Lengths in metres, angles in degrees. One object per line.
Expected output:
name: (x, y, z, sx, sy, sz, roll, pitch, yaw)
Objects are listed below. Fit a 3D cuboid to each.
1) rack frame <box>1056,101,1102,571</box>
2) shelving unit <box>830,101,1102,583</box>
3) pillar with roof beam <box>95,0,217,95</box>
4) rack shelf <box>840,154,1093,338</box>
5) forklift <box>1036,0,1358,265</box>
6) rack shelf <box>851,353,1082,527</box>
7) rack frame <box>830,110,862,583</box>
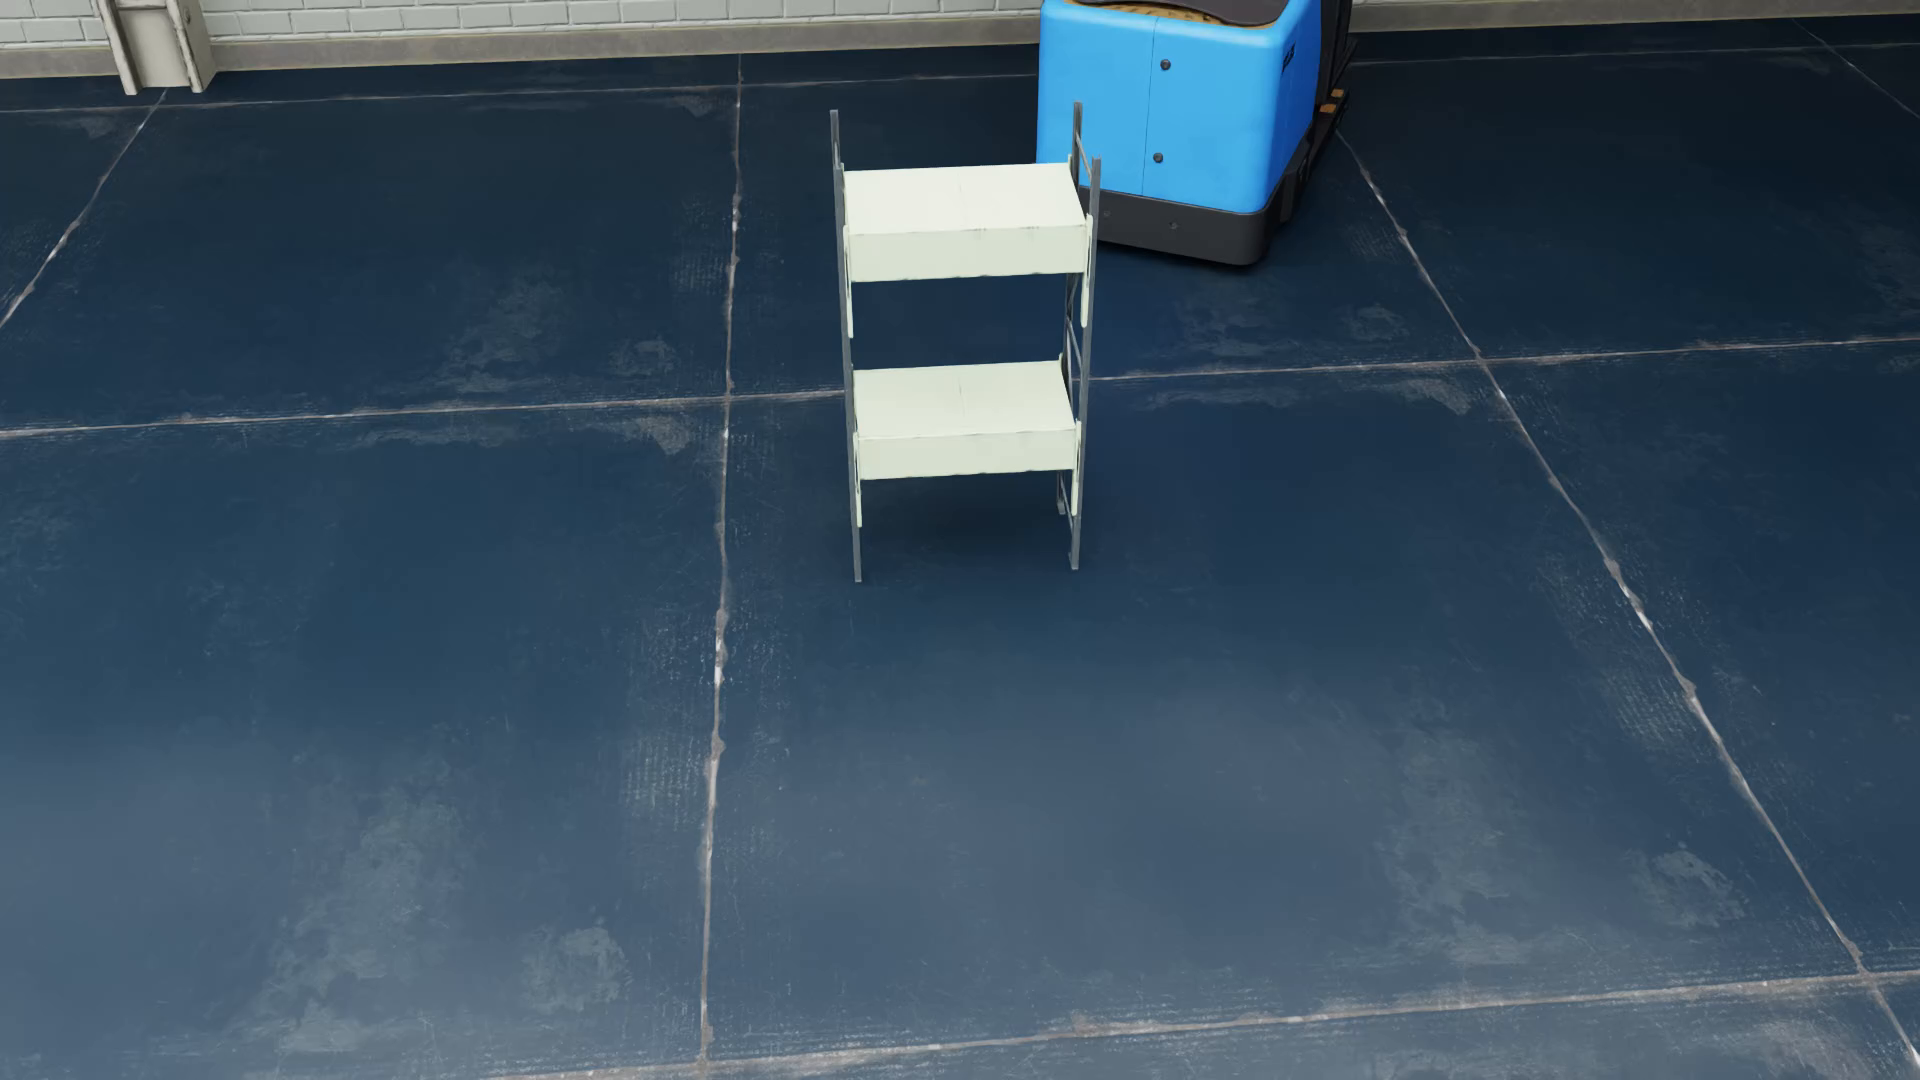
rack frame: (0.371, -0.609, 5.311, 0.023, 1.500, 0.400, -3, 38, -4)
shelving unit: (0.007, -0.589, 5.286, 0.755, 1.500, 0.431, -3, 38, -4)
pillar with roof beam: (-3.803, -3.313, 2.684, 0.400, 9.000, 9.100, -3, 38, -4)
rack shelf: (0.007, -0.896, 5.044, 0.720, 0.370, 0.431, -3, 38, -4)
forklift: (1.329, -3.243, 7.495, 1.130, 2.935, 3.031, 14, 40, 17)
rack shelf: (0.007, -0.333, 5.488, 0.720, 0.370, 0.431, -3, 38, -4)
rack frame: (-0.358, -0.569, 5.260, 0.023, 1.500, 0.400, -3, 38, -4)
